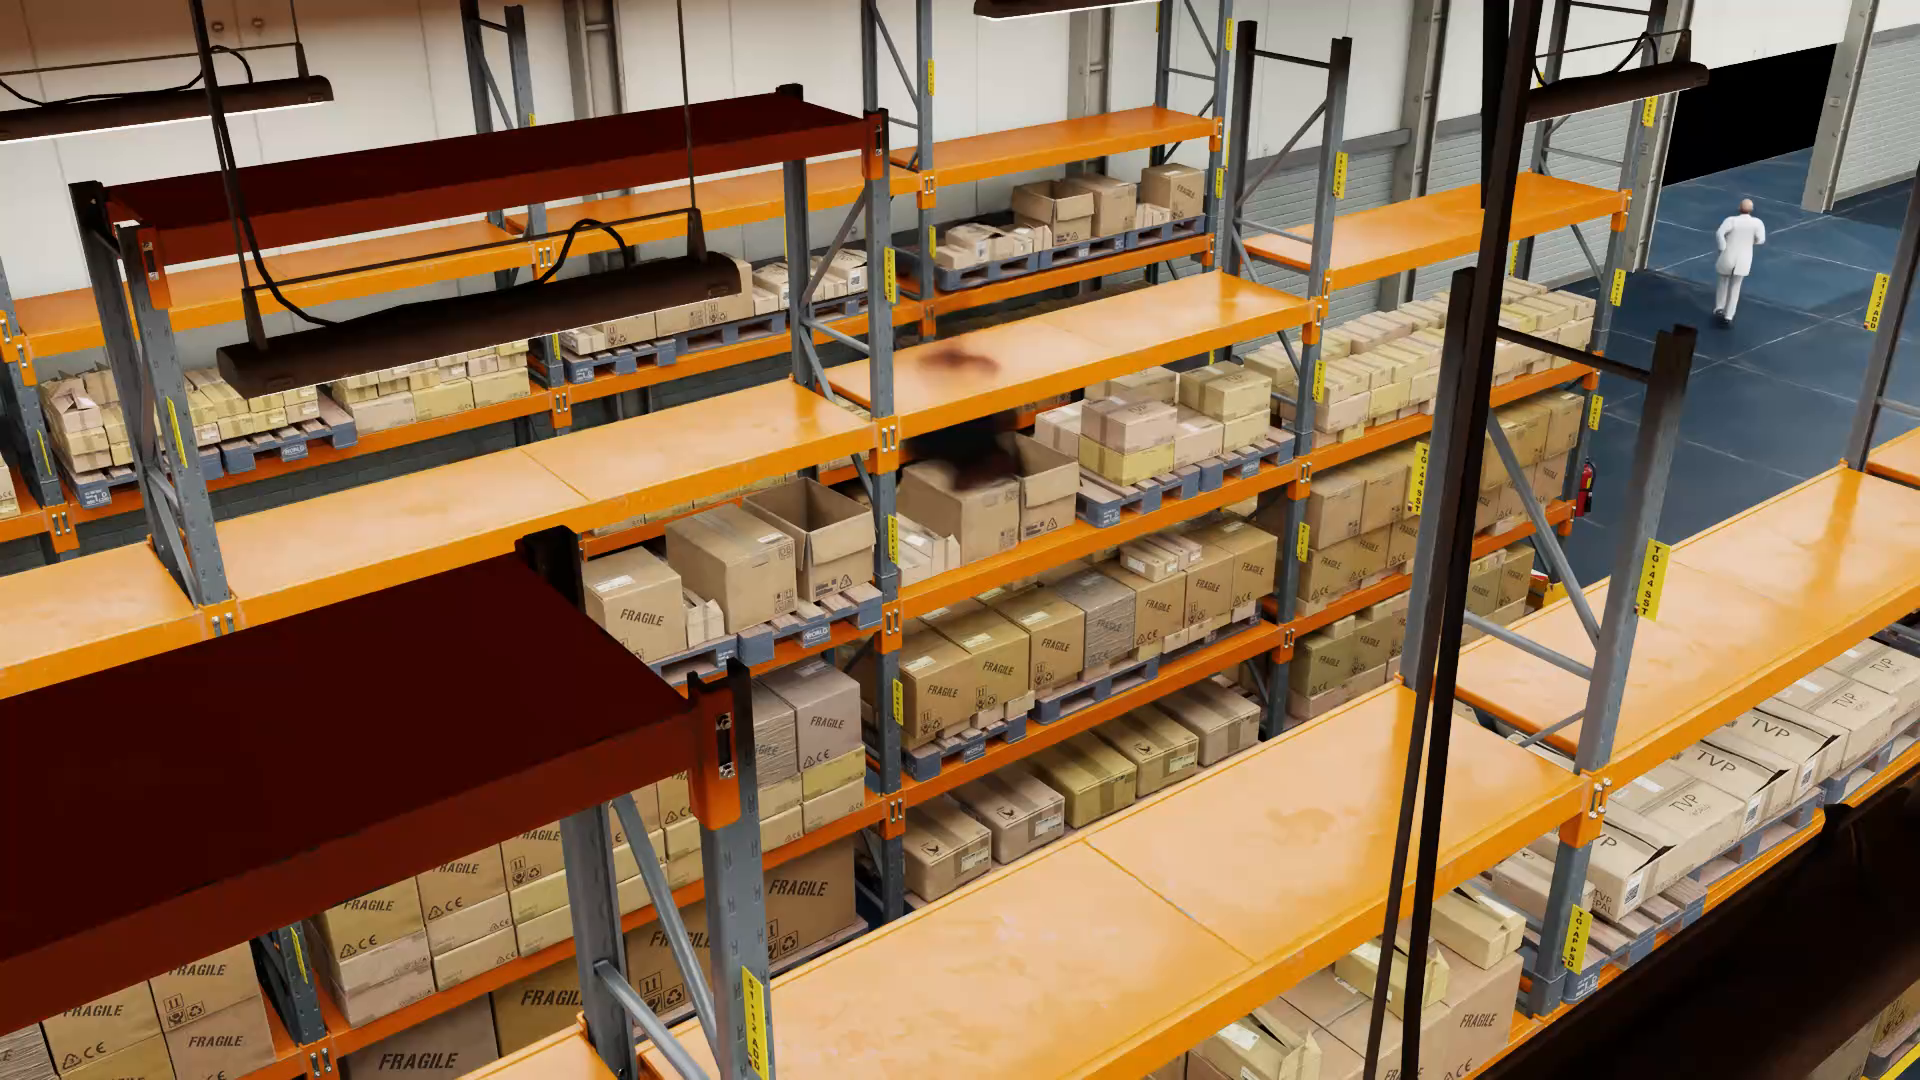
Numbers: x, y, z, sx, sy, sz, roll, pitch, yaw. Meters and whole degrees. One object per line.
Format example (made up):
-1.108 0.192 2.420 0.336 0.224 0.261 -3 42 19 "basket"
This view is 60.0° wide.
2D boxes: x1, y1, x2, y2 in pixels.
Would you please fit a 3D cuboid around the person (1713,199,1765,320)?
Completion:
11.390 -4.100 24.457 0.698 1.834 0.819 9 27 18 "person"
